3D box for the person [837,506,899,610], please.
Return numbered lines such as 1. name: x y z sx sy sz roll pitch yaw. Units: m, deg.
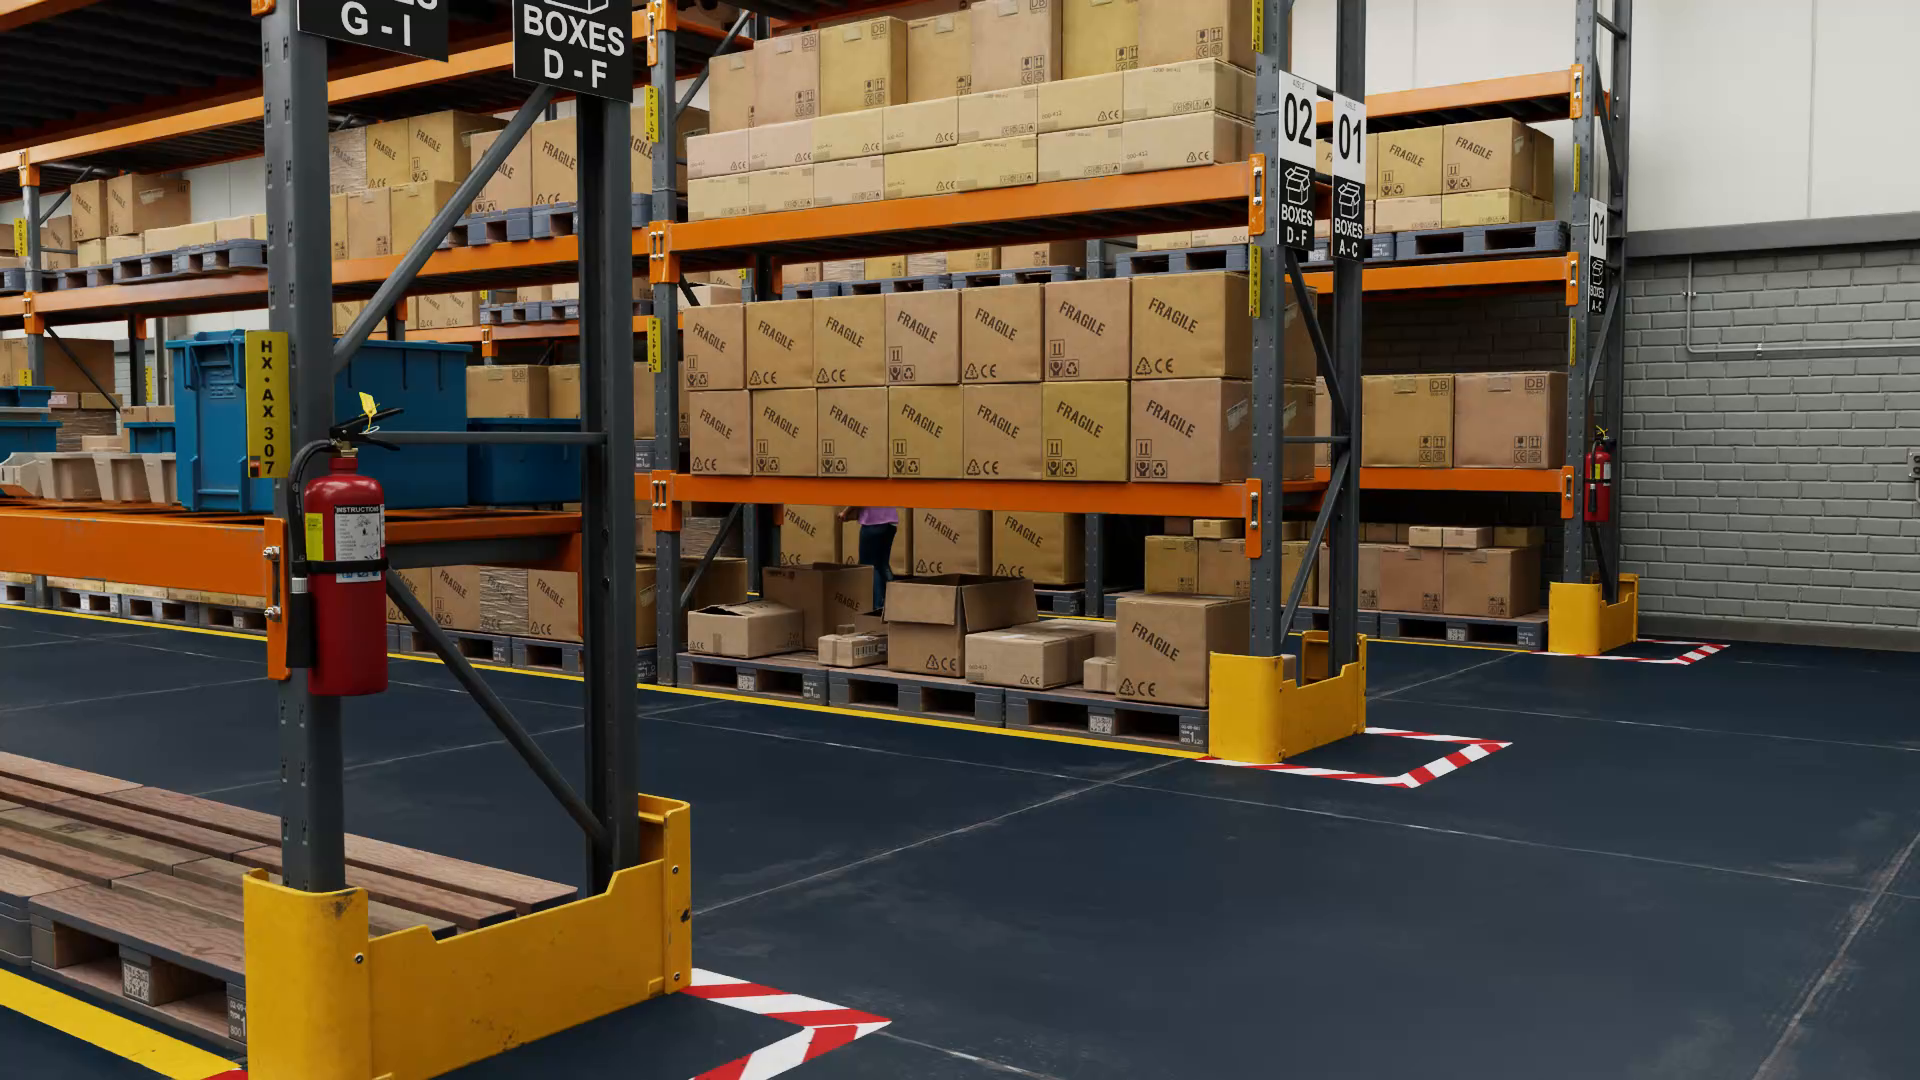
1. person: -0.752 -0.114 13.843 0.490 1.589 0.408 2 4 36
